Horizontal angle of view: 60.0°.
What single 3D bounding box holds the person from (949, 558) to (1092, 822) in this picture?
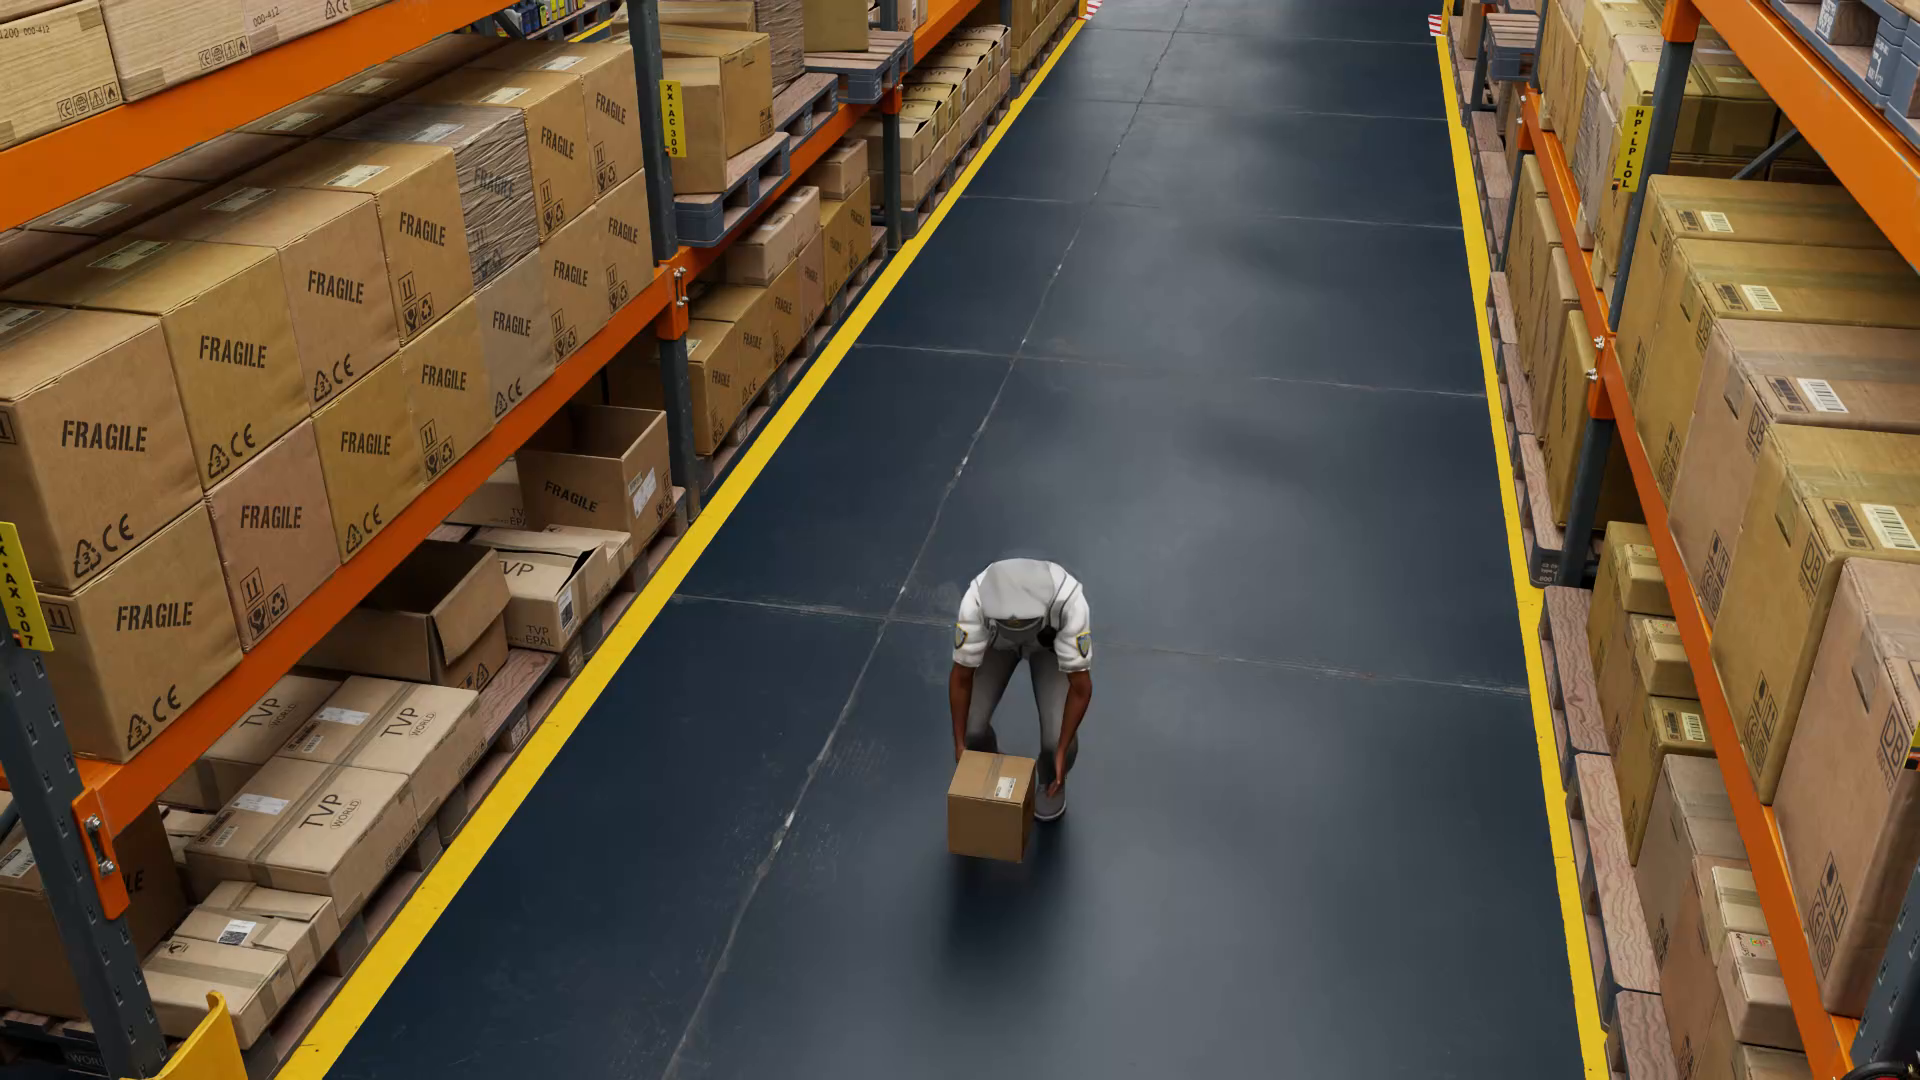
[{"bbox_3d":[0.229,0.480,5.775,0.496,1.170,0.805,6,30,11],"label":"person"}]
